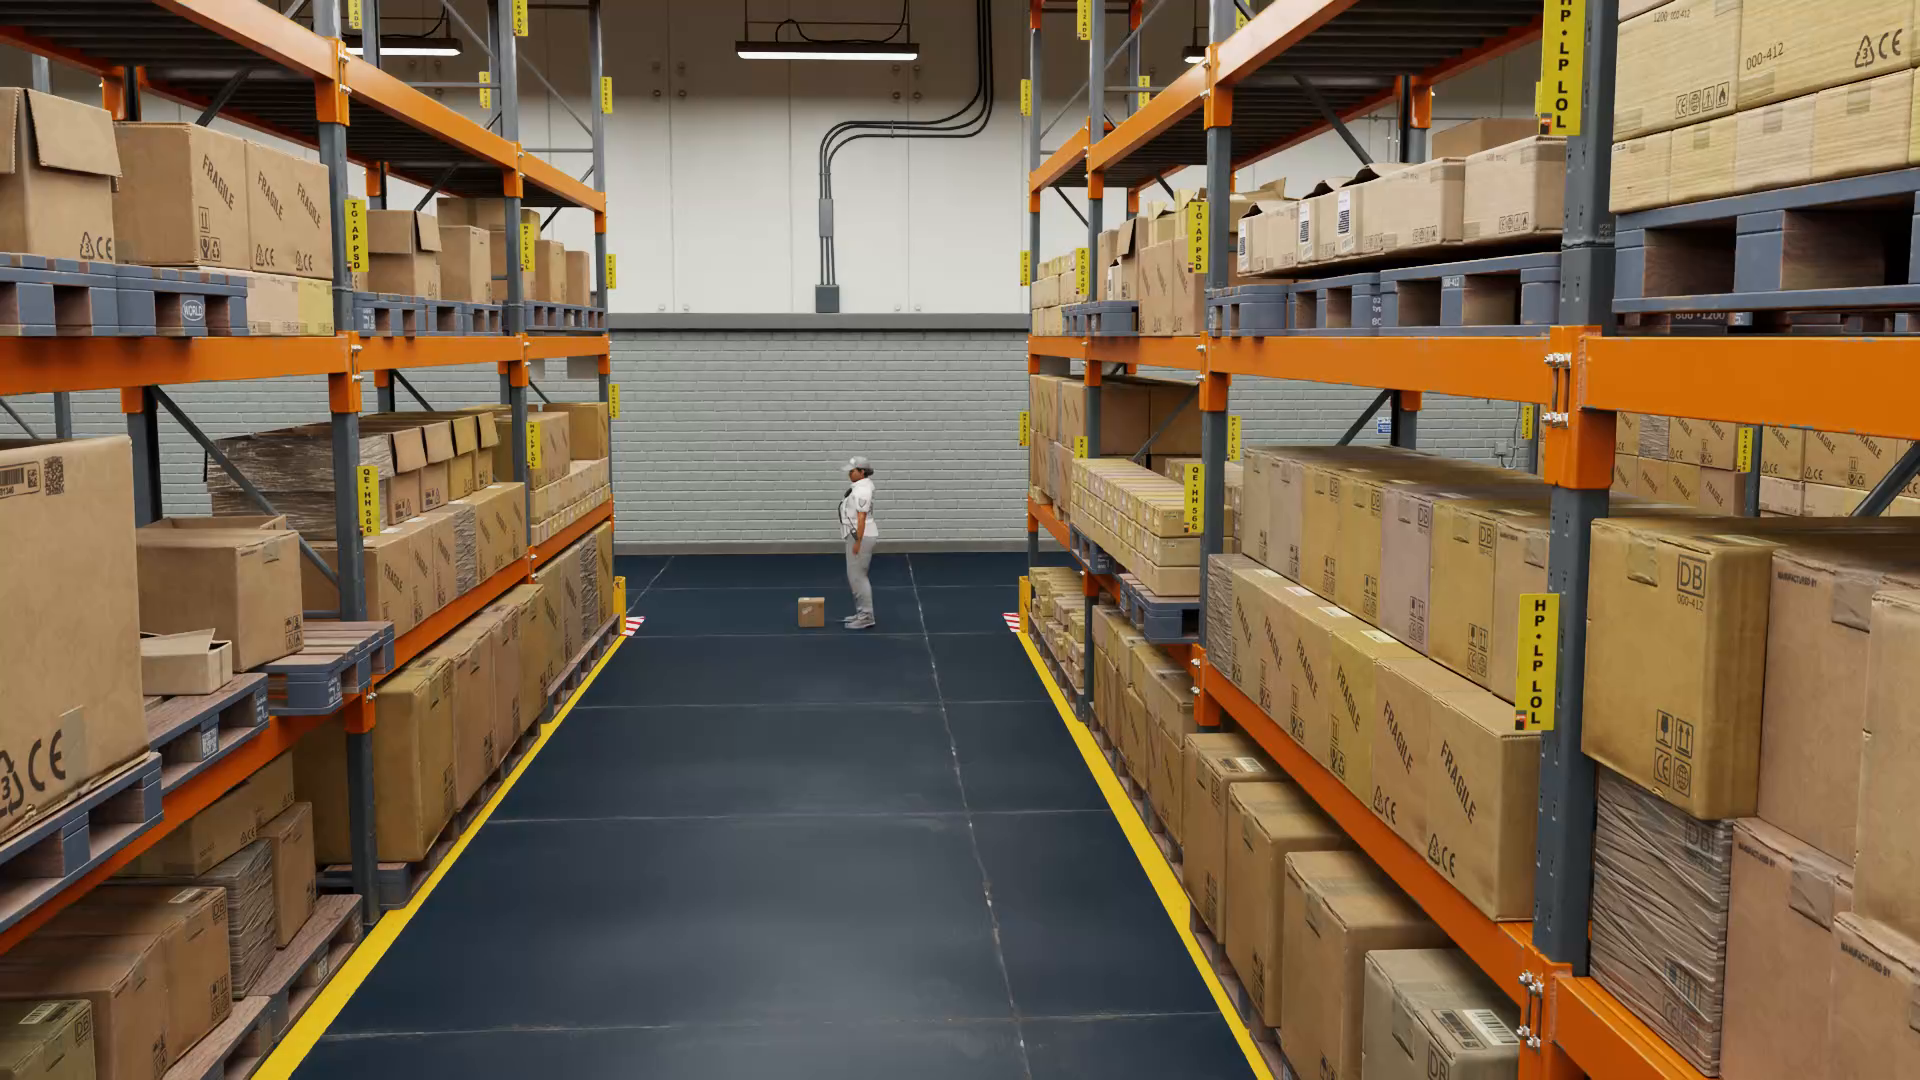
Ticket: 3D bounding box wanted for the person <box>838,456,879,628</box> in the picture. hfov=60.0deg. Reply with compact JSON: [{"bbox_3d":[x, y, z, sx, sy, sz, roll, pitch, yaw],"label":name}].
[{"bbox_3d":[-0.987,0.013,16.197,0.390,1.665,0.469,0,7,-2],"label":"person"}]
